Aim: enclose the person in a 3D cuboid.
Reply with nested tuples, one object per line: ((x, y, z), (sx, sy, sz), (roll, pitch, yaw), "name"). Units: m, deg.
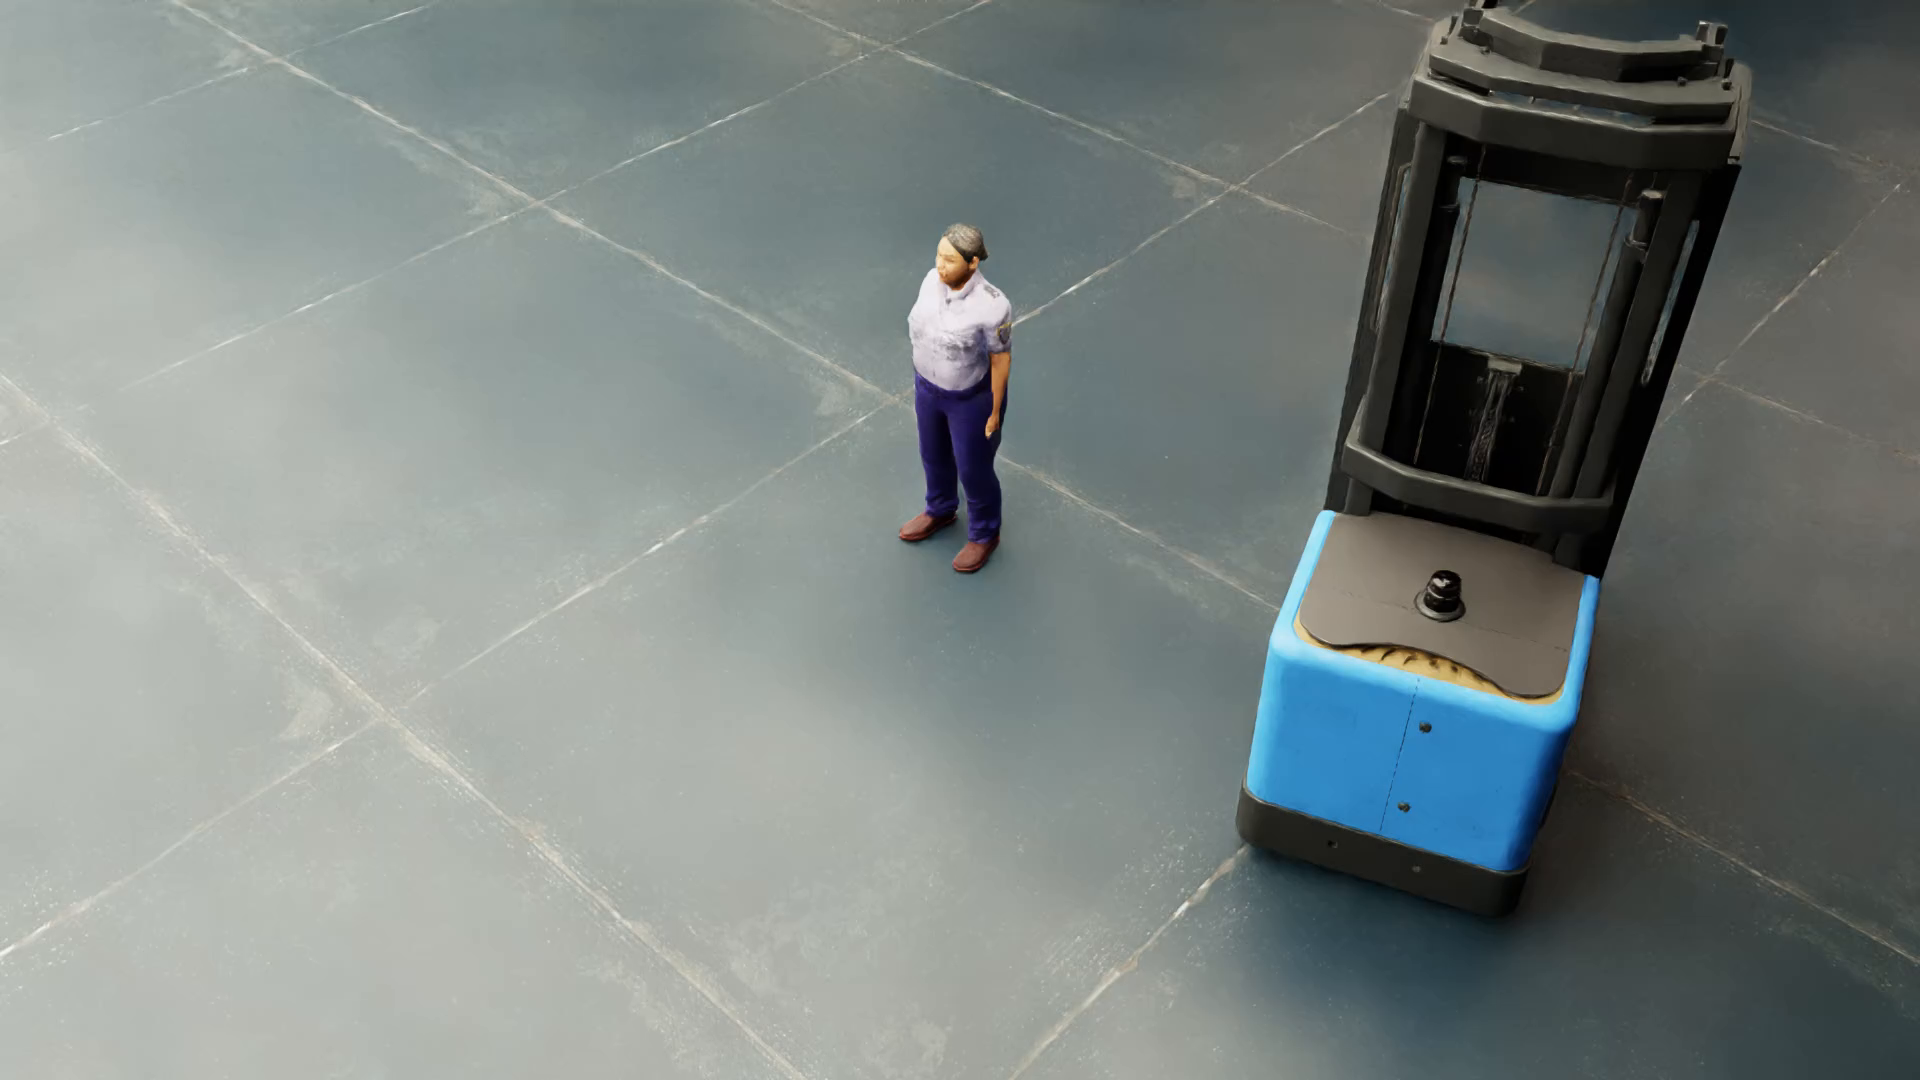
((-0.016, -0.615, 7.144), (0.480, 1.639, 0.349), (31, 49, 31), "person")

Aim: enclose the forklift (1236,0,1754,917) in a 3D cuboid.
((2.077, -0.722, 6.269), (1.130, 2.935, 3.031), (15, 43, 17), "forklift")
